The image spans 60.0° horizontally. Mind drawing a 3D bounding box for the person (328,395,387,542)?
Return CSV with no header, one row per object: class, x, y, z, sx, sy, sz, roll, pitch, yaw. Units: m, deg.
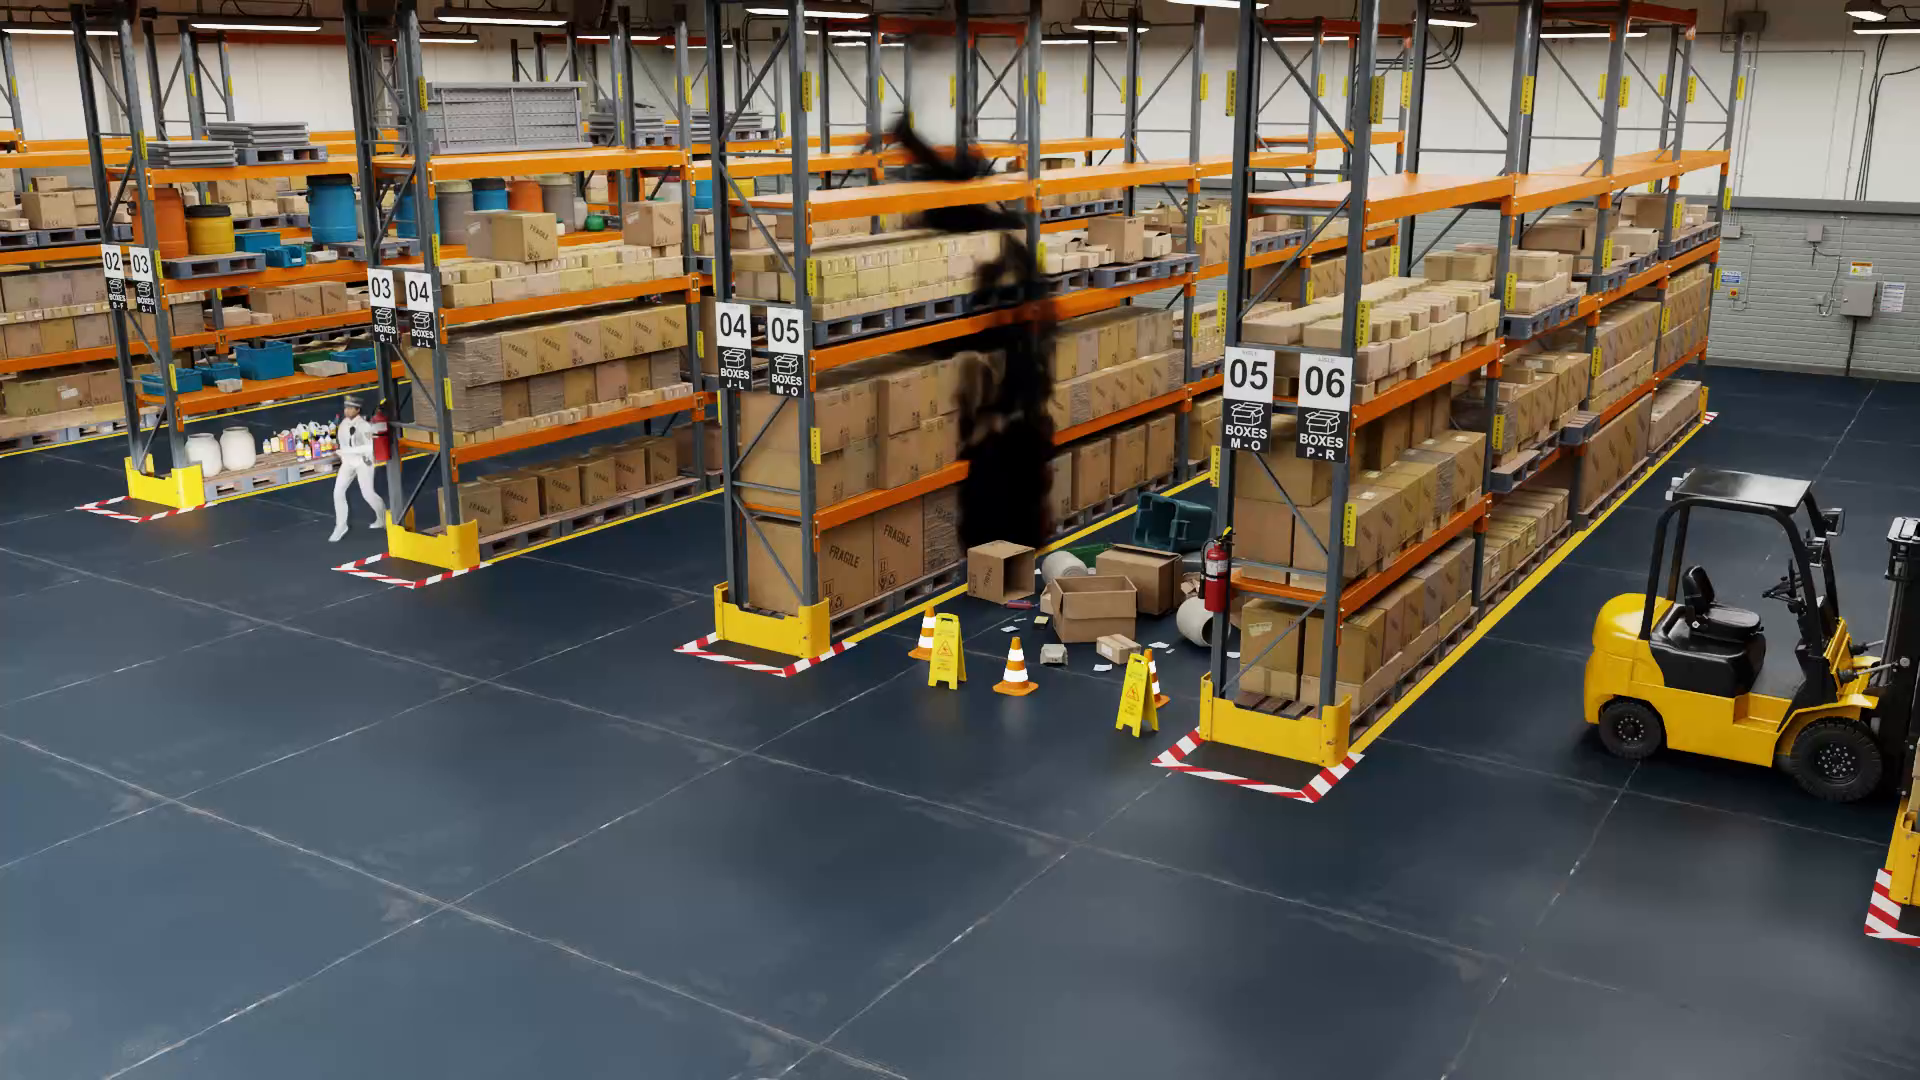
person,-6.896,-0.842,19.175,0.621,1.732,0.770,8,17,26
